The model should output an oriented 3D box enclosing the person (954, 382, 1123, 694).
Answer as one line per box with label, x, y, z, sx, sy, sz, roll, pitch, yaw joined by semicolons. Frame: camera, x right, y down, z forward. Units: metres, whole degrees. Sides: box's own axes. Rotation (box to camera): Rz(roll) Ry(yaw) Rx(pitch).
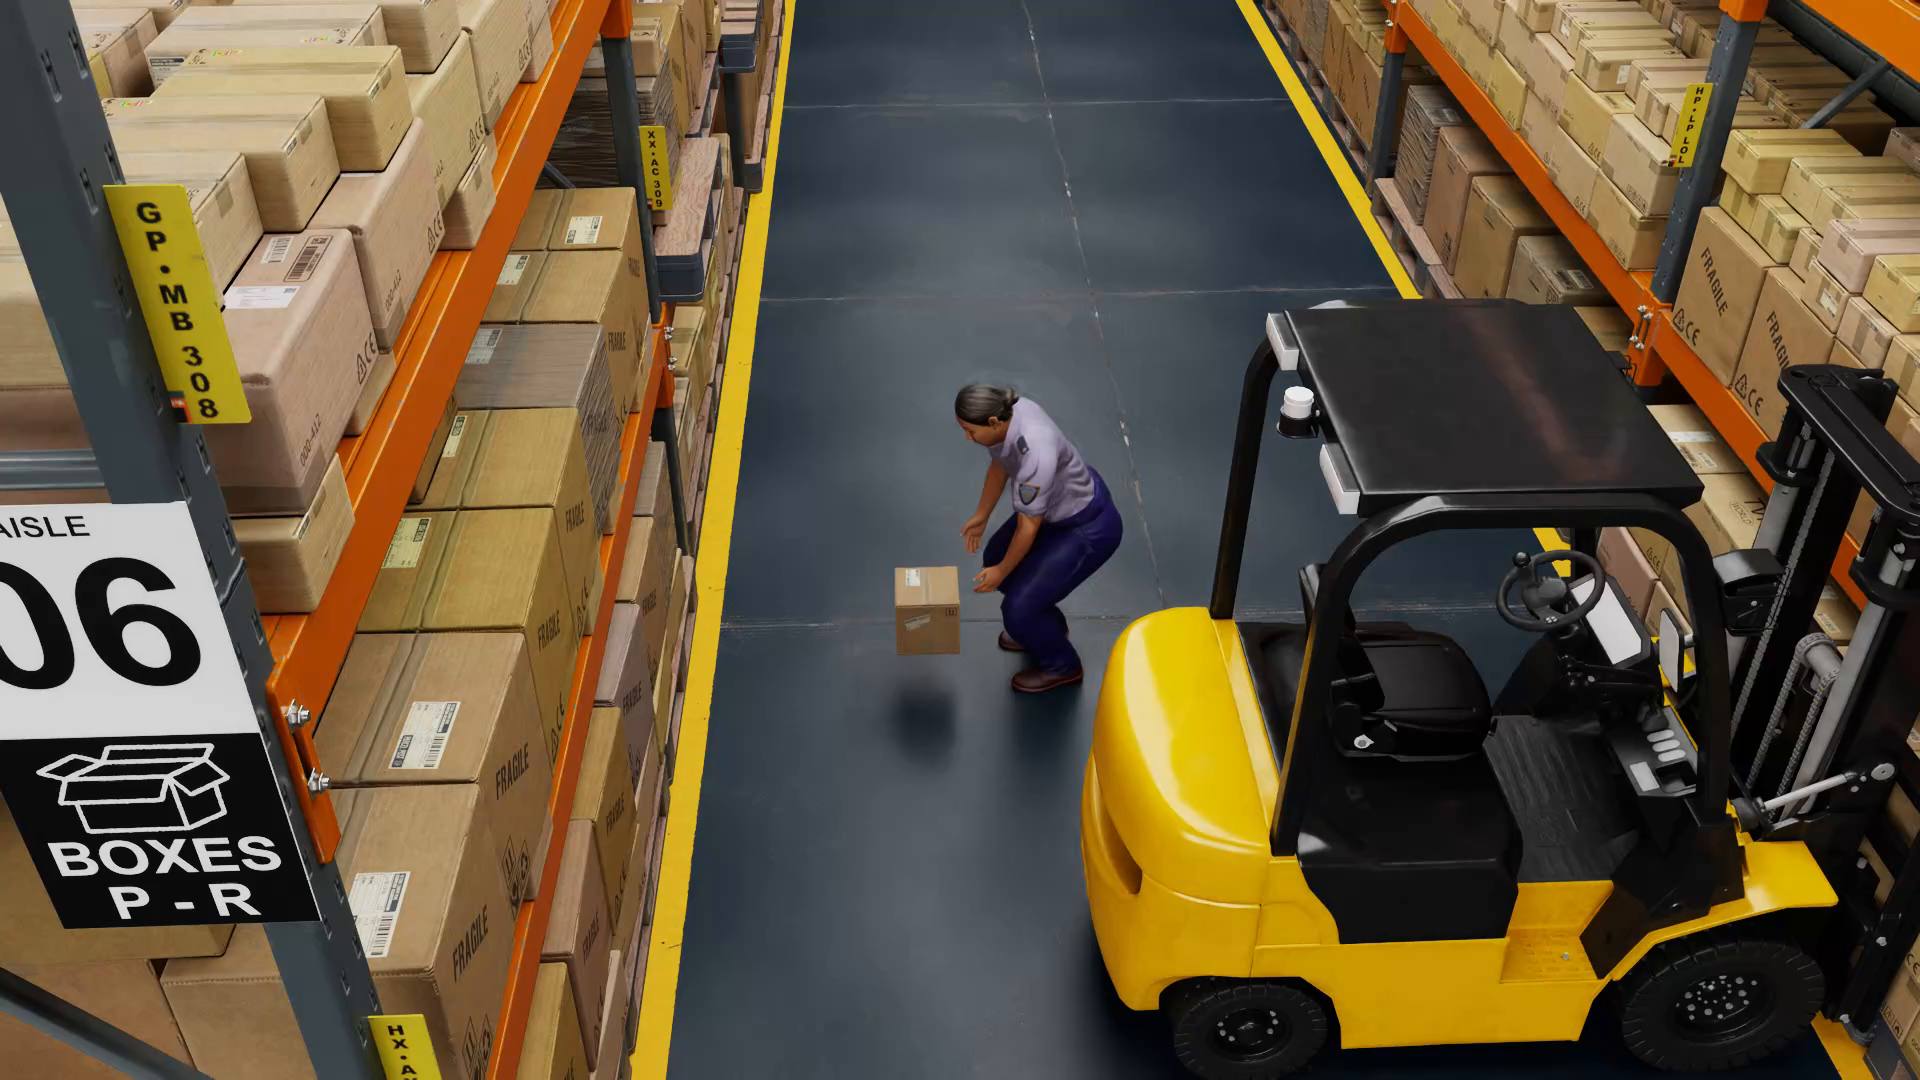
person;0.303;-0.031;6.452;0.654;1.369;0.534;-6;36;-8
